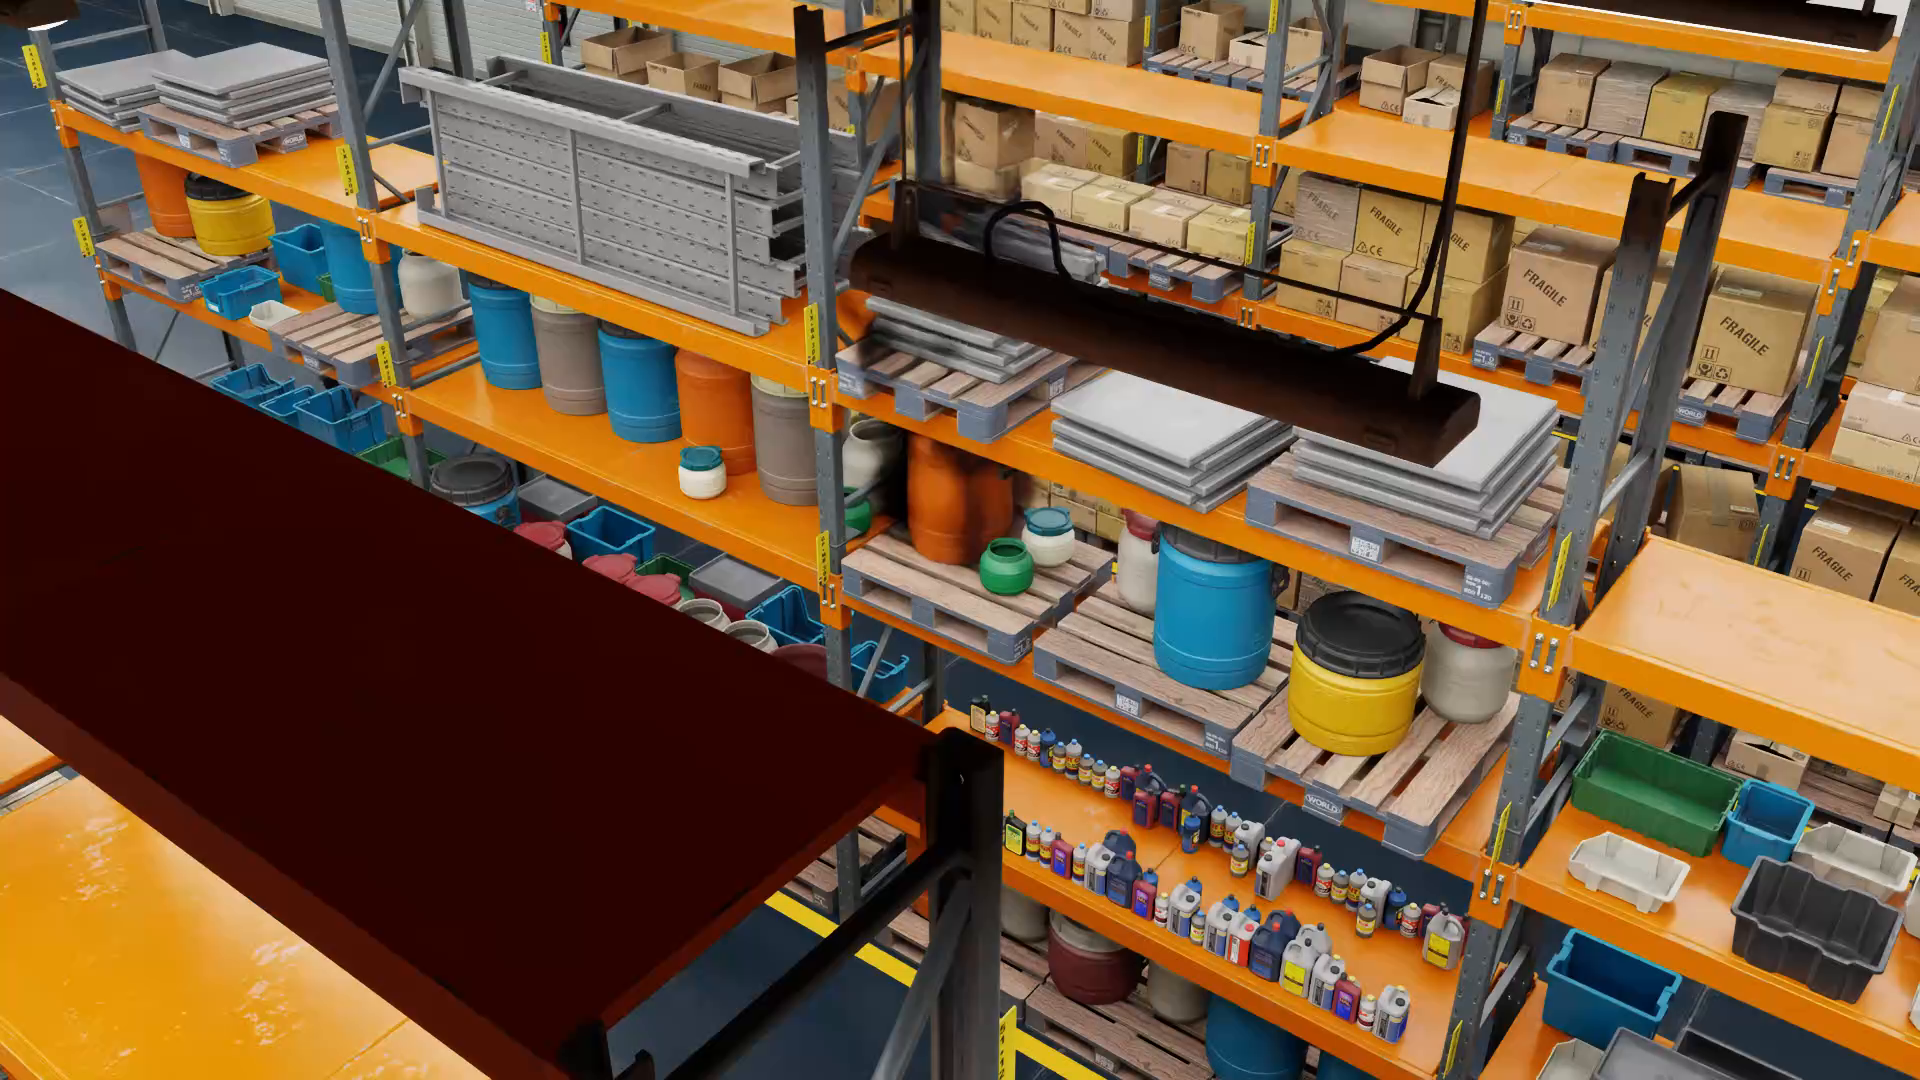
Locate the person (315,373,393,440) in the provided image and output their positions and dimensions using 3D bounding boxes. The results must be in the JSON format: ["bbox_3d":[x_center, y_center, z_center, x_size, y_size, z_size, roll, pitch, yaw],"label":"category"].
[{"bbox_3d":[-5.925,-1.393,16.191,0.734,1.536,0.709,14,34,21],"label":"person"}]
